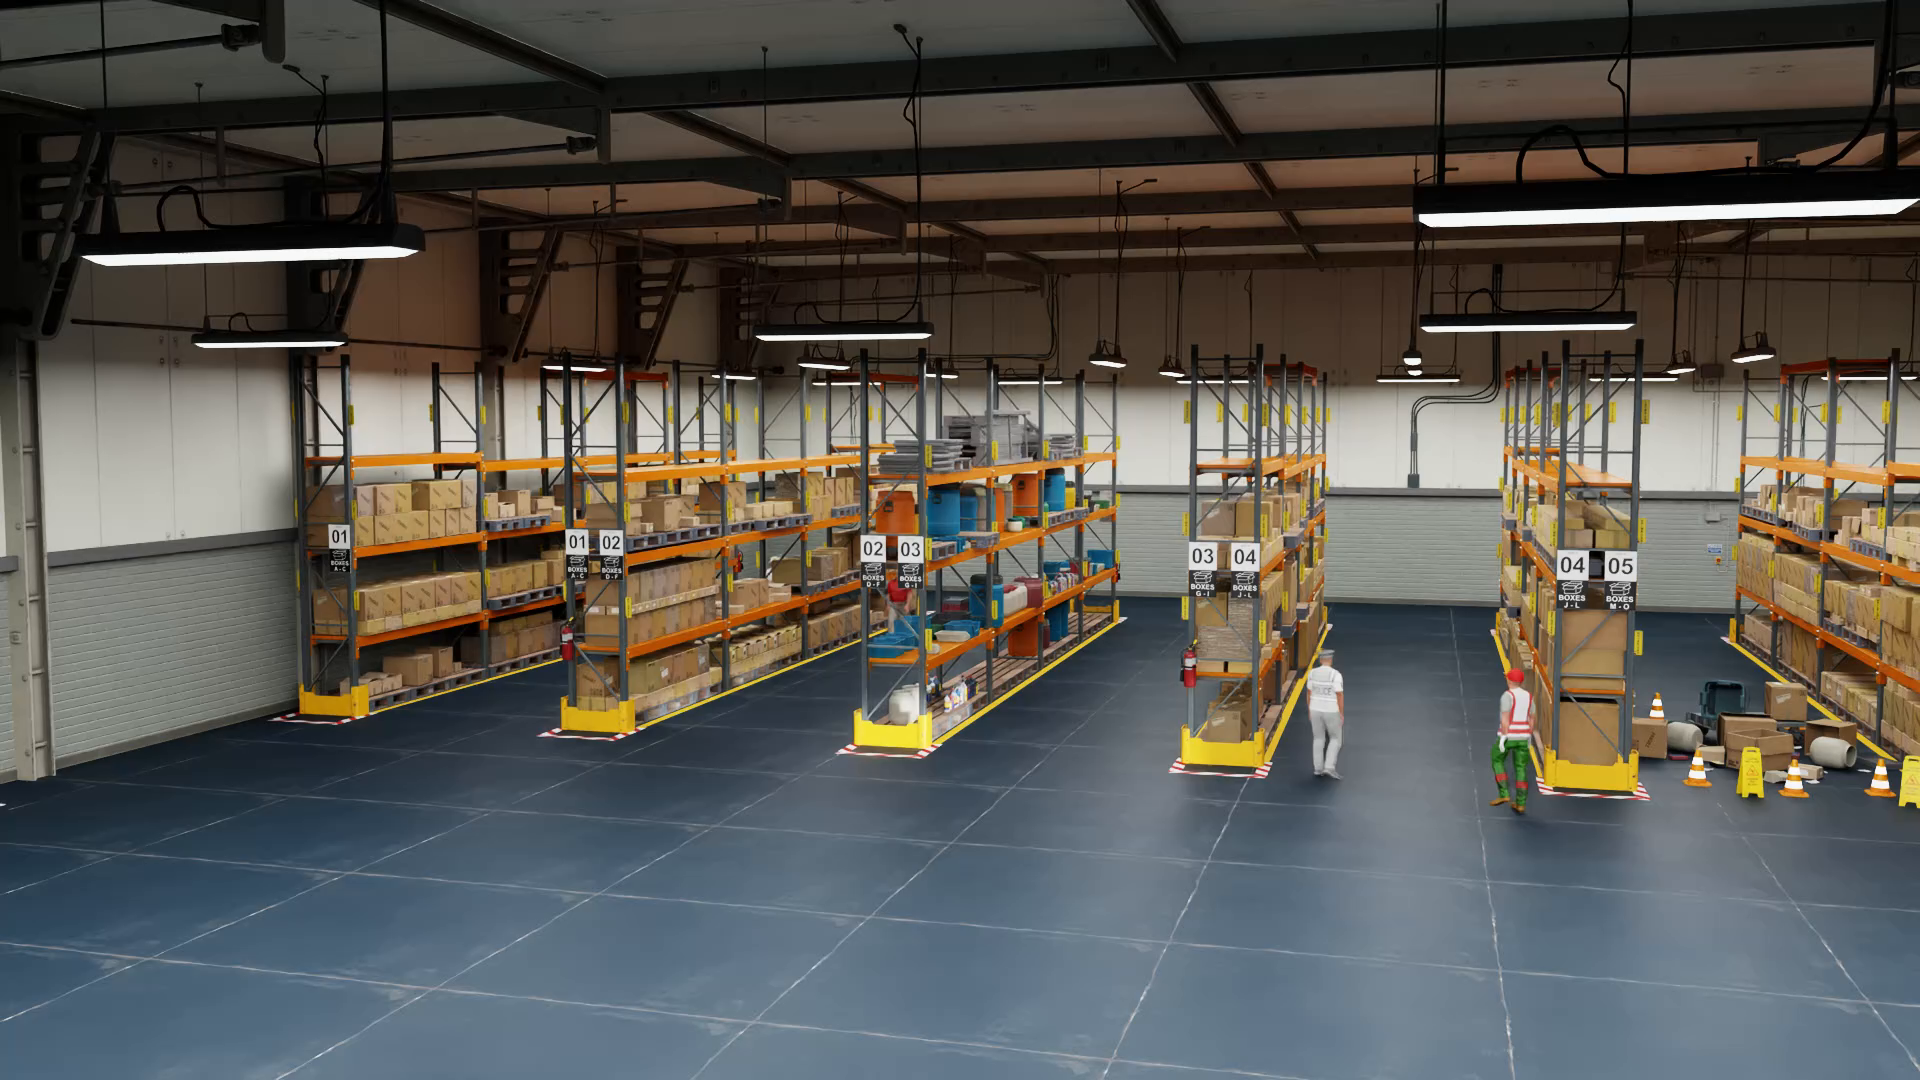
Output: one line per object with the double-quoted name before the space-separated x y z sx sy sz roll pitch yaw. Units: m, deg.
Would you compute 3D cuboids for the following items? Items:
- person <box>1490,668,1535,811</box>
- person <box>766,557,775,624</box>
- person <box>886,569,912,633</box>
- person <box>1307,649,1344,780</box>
"person" 7.056 2.524 21.111 0.551 1.783 0.537 -1 4 -7
"person" -4.319 1.249 38.475 0.672 1.708 1.085 1 4 17
"person" -1.347 1.449 35.907 0.595 1.659 1.045 0 4 6
"person" 5.073 2.426 23.072 0.610 1.797 0.478 4 6 40
